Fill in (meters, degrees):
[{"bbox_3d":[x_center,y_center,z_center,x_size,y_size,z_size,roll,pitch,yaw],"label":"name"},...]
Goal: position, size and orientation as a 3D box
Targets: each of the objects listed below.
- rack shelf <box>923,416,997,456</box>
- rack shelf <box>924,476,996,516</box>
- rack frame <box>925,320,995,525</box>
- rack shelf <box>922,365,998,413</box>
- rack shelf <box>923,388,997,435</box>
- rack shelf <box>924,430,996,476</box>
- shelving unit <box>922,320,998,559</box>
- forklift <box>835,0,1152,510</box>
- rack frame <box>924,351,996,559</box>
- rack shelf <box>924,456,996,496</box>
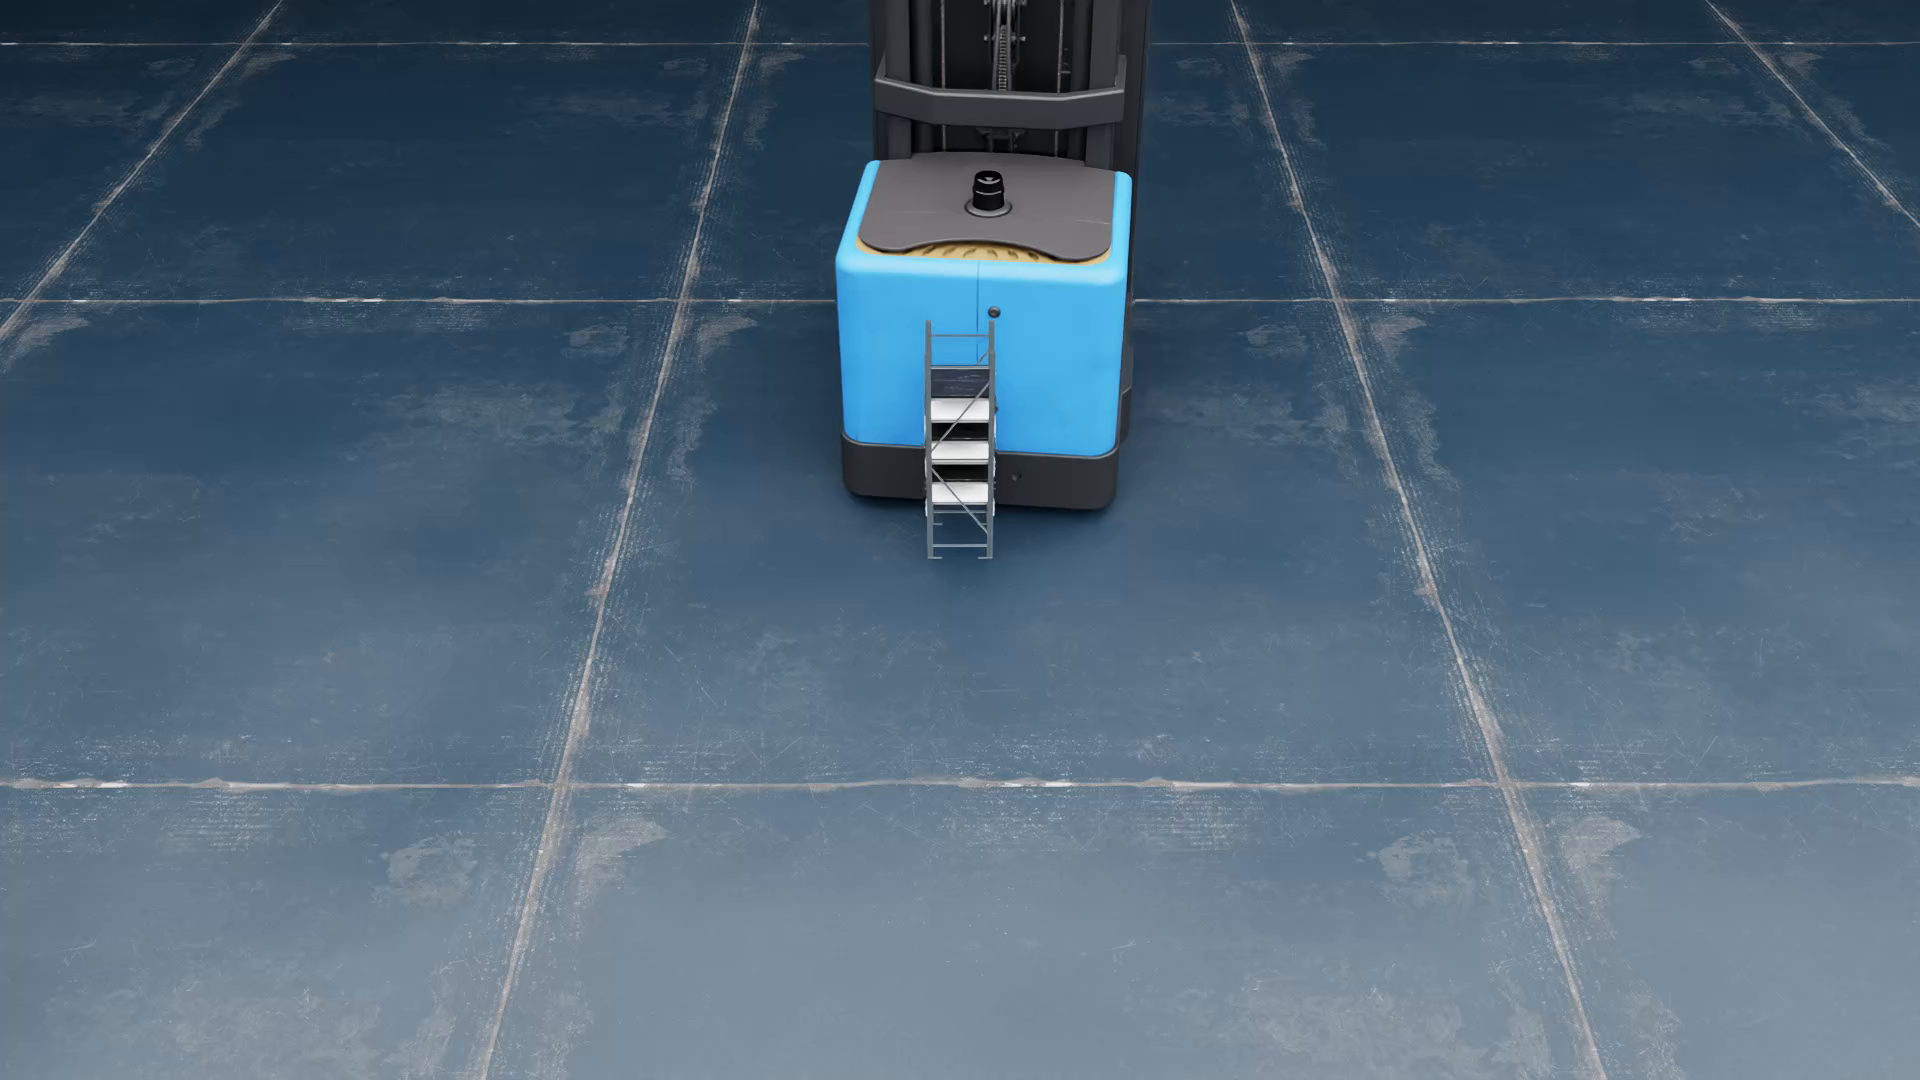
[{"bbox_3d":[0.000,-0.390,5.927,0.258,0.077,0.200,0,39,0],"label":"rack shelf"},{"bbox_3d":[0.000,-0.180,6.096,0.258,0.077,0.200,0,39,0],"label":"rack shelf"},{"bbox_3d":[0.000,-0.410,6.042,0.240,0.900,0.006,0,39,0],"label":"rack frame"},{"bbox_3d":[0.000,-0.531,5.814,0.258,0.077,0.200,0,39,0],"label":"rack shelf"},{"bbox_3d":[0.000,-0.461,5.871,0.258,0.077,0.200,0,39,0],"label":"rack shelf"},{"bbox_3d":[0.000,-0.320,5.983,0.258,0.077,0.200,0,39,0],"label":"rack shelf"},{"bbox_3d":[0.000,-0.346,5.962,0.258,0.900,0.210,0,39,0],"label":"shelving unit"},{"bbox_3d":[0.216,-2.170,6.614,1.130,2.935,3.031,4,39,5],"label":"forklift"},{"bbox_3d":[0.000,-0.282,5.883,0.240,0.900,0.006,0,39,0],"label":"rack frame"},{"bbox_3d":[0.000,-0.250,6.039,0.258,0.077,0.200,0,39,0],"label":"rack shelf"}]
